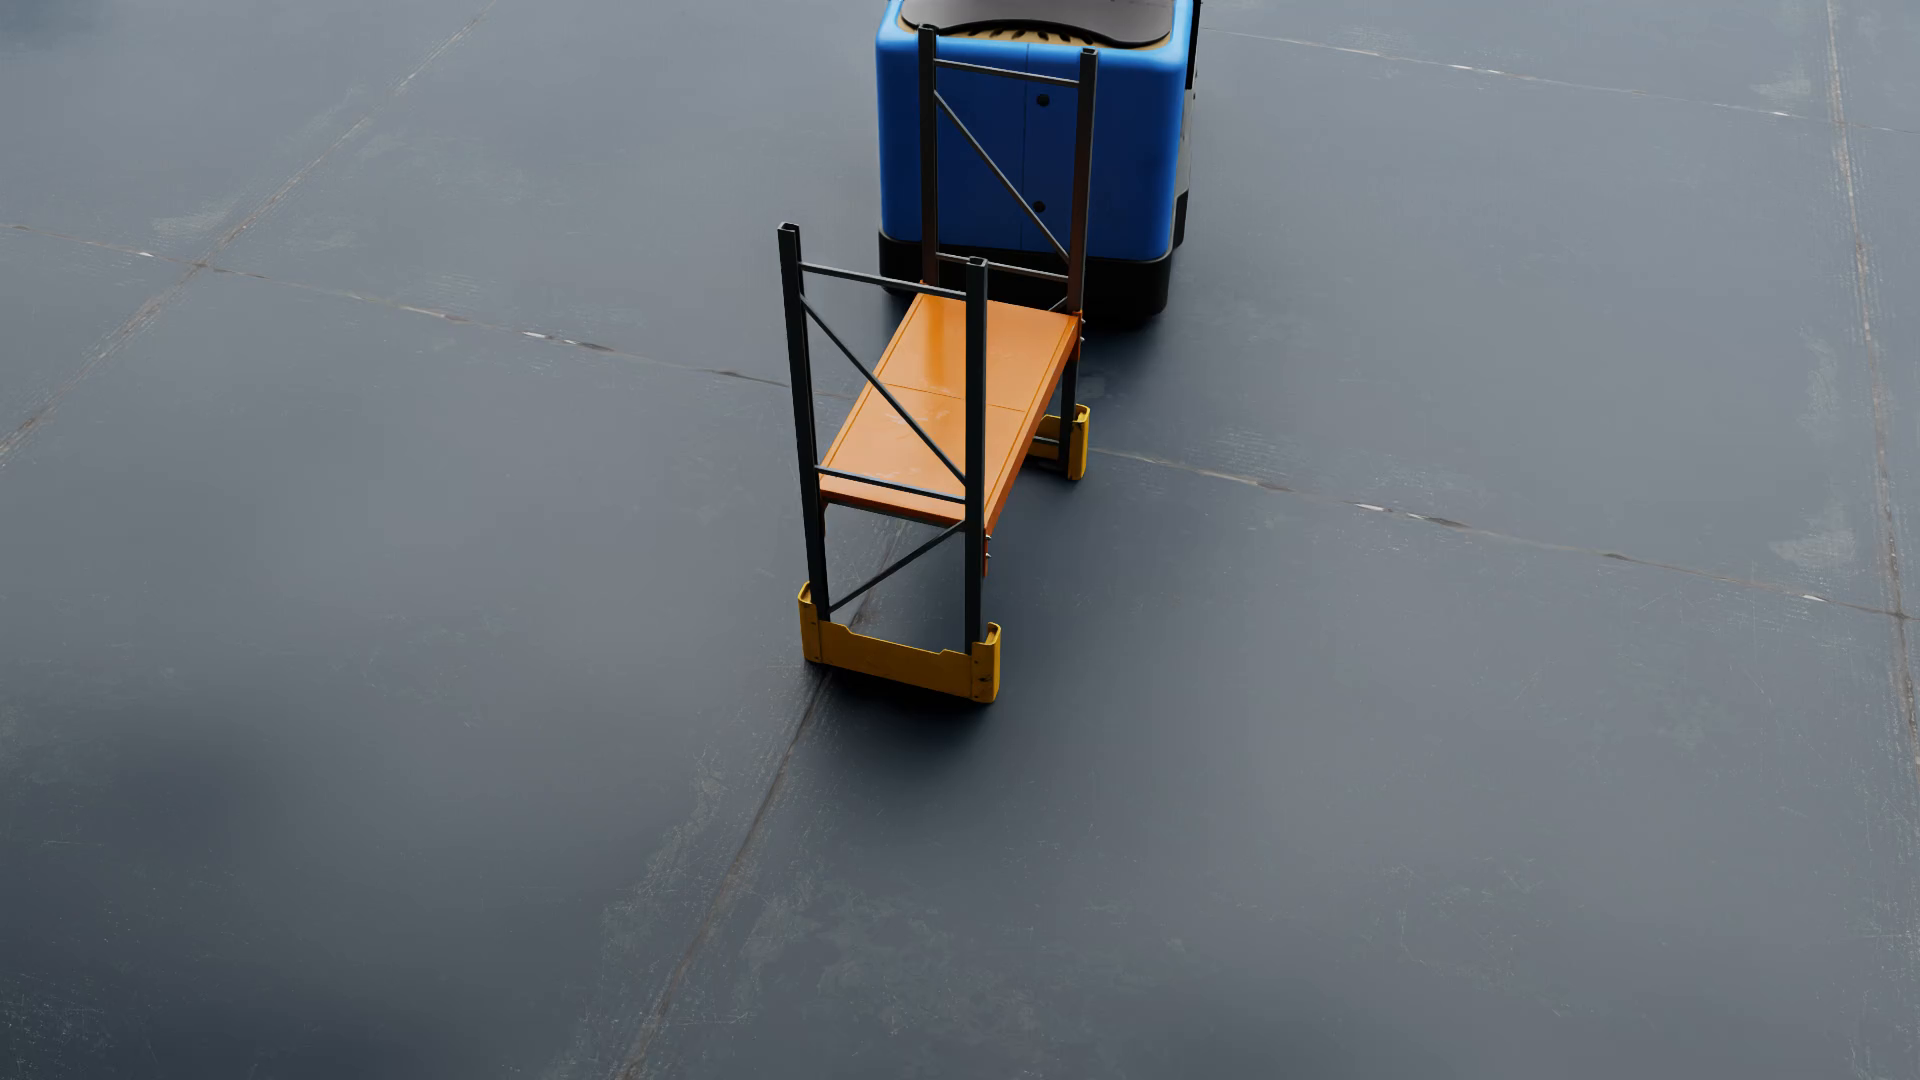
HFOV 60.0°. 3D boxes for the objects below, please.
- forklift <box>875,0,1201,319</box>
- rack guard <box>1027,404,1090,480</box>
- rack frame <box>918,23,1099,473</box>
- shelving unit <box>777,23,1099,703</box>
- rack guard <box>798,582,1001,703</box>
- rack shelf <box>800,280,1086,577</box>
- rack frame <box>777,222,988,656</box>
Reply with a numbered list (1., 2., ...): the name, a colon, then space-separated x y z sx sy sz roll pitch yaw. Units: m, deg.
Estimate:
1. forklift: 0.433 -2.880 6.098 1.130 2.935 3.031 6 45 6
2. rack guard: 0.128 -0.370 5.450 0.587 0.250 0.087 13 46 13
3. rack frame: 0.128 -0.818 5.014 0.500 1.500 0.032 13 46 13
4. shelving unit: -0.023 -0.485 4.674 0.587 1.500 1.083 13 46 13
5. rack guard: -0.174 0.293 4.771 0.587 0.250 0.087 13 46 13
6. rack shelf: -0.026 -0.351 4.793 0.538 0.185 1.000 13 46 13
7. rack frame: -0.180 -0.140 4.321 0.500 1.500 0.032 13 46 13
